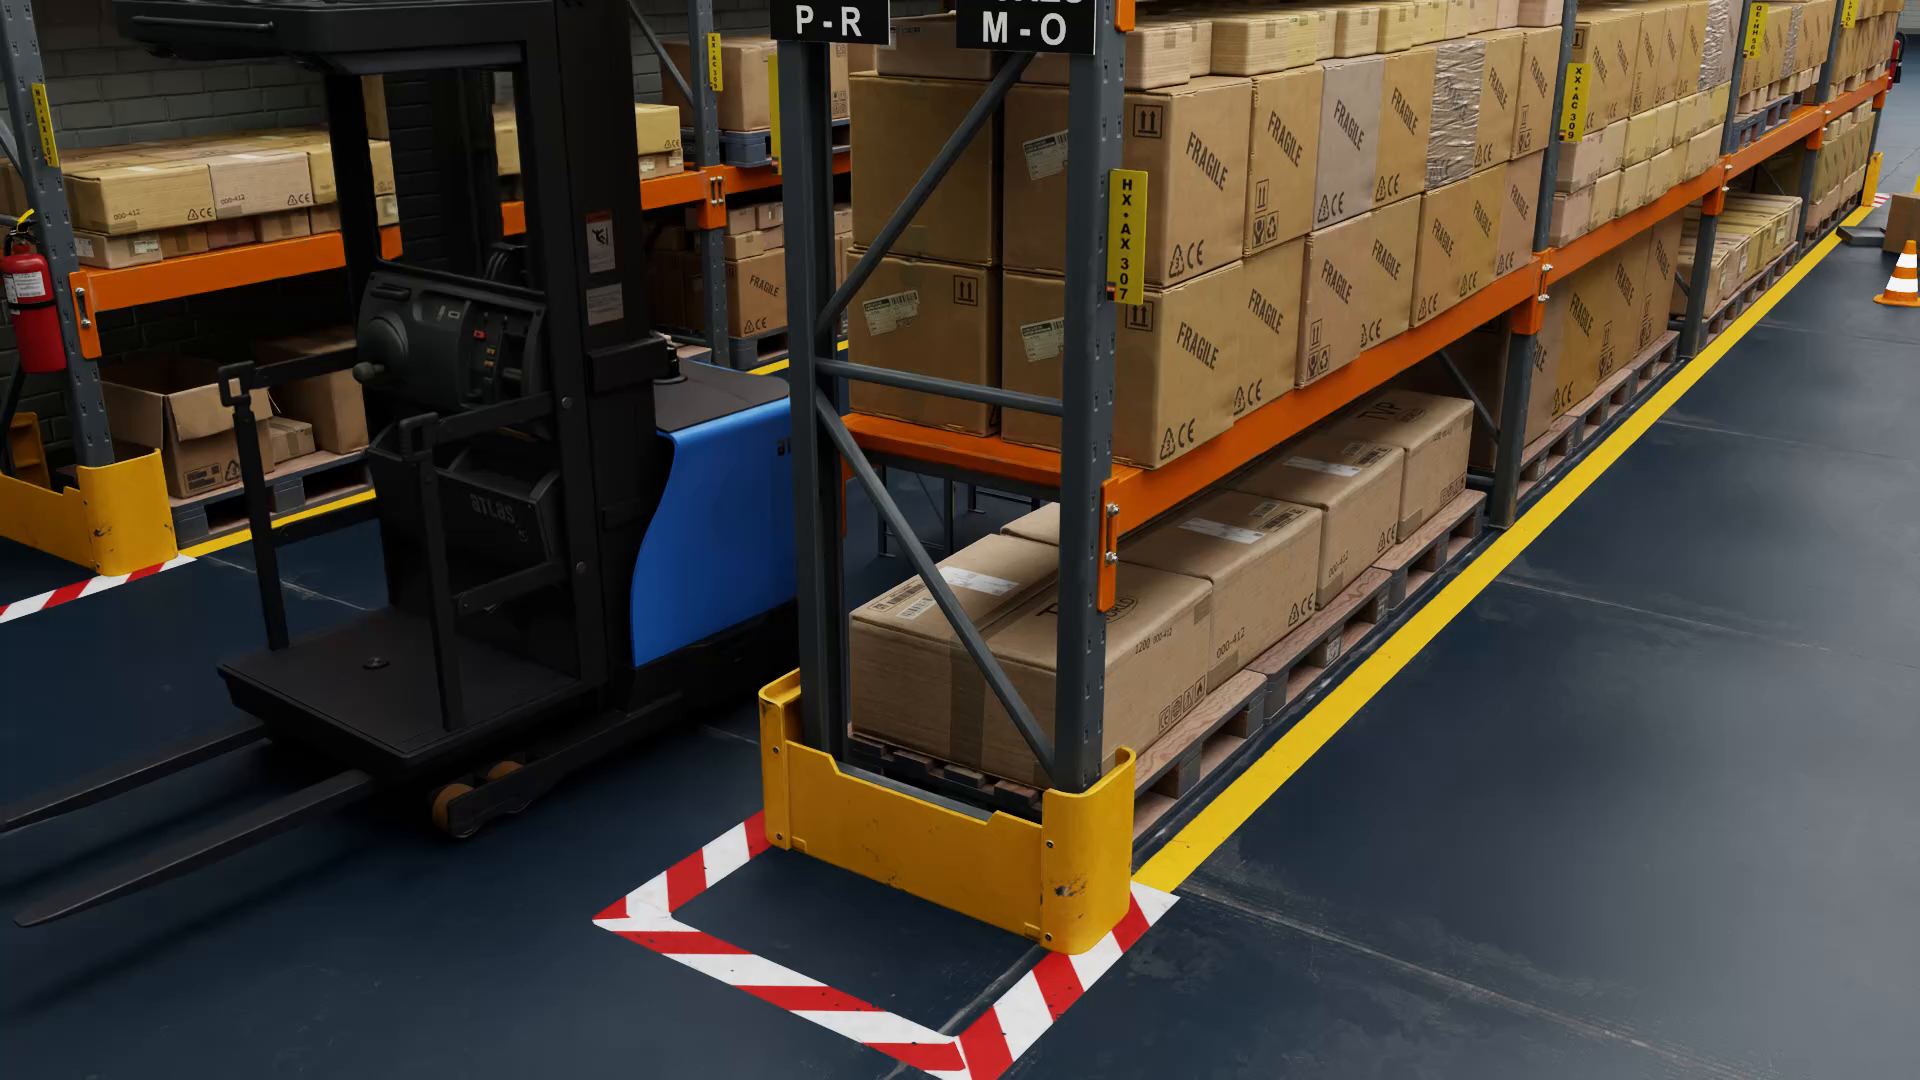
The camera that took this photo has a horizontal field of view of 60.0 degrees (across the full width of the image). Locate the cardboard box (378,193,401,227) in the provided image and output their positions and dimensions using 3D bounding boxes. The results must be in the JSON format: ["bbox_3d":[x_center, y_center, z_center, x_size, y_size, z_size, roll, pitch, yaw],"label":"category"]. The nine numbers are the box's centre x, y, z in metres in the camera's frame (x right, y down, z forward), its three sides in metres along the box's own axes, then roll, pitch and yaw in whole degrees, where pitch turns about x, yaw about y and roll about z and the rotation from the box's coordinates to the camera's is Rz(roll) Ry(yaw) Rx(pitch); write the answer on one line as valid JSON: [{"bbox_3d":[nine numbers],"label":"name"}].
[{"bbox_3d":[-2.976,-1.660,8.292,0.380,0.149,0.250,12,24,30],"label":"cardboard box"}]

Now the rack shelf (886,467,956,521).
[{"bbox_3d":[0.004,-0.400,7.623,0.431,0.370,0.720,13,24,32],"label":"rack shelf"}]

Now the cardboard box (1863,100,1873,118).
[{"bbox_3d":[8.563,-4.165,16.044,0.380,0.149,0.250,14,25,33],"label":"cardboard box"}]

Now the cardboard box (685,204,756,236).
[{"bbox_3d":[-1.533,-2.056,10.634,0.380,0.149,0.250,13,24,31],"label":"cardboard box"}]

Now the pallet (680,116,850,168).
[{"bbox_3d":[-1.365,-2.643,10.863,1.003,0.211,1.213,13,24,32],"label":"pallet"}]

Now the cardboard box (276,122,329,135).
[{"bbox_3d":[-3.247,-2.069,8.822,0.500,0.250,0.500,13,24,32],"label":"cardboard box"}]

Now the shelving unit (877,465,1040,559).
[{"bbox_3d":[0.004,-0.705,7.510,0.431,1.500,0.755,13,24,32],"label":"shelving unit"}]

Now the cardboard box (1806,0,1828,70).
[{"bbox_3d":[6.353,-3.917,12.853,0.500,0.500,0.500,13,24,32],"label":"cardboard box"}]

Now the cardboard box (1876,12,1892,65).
[{"bbox_3d":[8.586,-4.835,15.940,0.500,0.500,0.500,13,24,32],"label":"cardboard box"}]

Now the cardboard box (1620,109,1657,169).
[{"bbox_3d":[3.259,-2.088,8.582,0.500,0.250,0.500,14,24,32],"label":"cardboard box"}]

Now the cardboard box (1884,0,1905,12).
[{"bbox_3d":[8.350,-5.157,15.369,0.700,0.500,0.500,13,24,31],"label":"cardboard box"}]

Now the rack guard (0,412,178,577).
[{"bbox_3d":[-4.110,-0.227,7.658,1.175,0.500,0.348,13,24,32],"label":"rack guard"}]

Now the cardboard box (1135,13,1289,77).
[{"bbox_3d":[0.712,-1.420,4.759,0.380,0.149,0.250,14,25,33],"label":"cardboard box"}]

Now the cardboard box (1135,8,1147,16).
[{"bbox_3d":[0.364,-1.605,5.259,0.380,0.149,0.250,14,24,33],"label":"cardboard box"}]

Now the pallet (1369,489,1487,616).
[{"bbox_3d":[1.711,-0.047,7.589,1.003,0.211,1.213,13,24,32],"label":"pallet"}]

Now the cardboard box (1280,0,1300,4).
[{"bbox_3d":[1.134,-1.962,6.225,0.380,0.149,0.250,13,24,32],"label":"cardboard box"}]

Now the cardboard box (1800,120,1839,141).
[{"bbox_3d":[7.375,-3.558,14.401,0.380,0.149,0.250,14,24,33],"label":"cardboard box"}]

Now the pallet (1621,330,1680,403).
[{"bbox_3d":[3.946,-1.186,10.668,1.003,0.211,1.213,13,24,32],"label":"pallet"}]

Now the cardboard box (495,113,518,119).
[{"bbox_3d":[-2.258,-2.254,9.322,0.500,0.250,0.500,13,24,32],"label":"cardboard box"}]

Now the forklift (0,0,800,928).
[{"bbox_3d":[-1.791,-0.632,5.249,1.130,2.935,3.031,15,25,35],"label":"forklift"}]

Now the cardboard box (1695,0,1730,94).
[{"bbox_3d":[4.096,-2.873,9.624,0.500,0.500,0.500,14,24,33],"label":"cardboard box"}]

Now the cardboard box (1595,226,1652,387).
[{"bbox_3d":[3.490,-1.469,9.870,0.875,0.875,0.875,14,24,32],"label":"cardboard box"}]

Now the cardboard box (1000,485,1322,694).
[{"bbox_3d":[0.750,0.121,6.201,0.875,0.438,0.875,14,25,33],"label":"cardboard box"}]

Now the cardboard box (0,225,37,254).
[{"bbox_3d":[-4.189,-1.407,7.607,0.380,0.149,0.250,13,24,31],"label":"cardboard box"}]

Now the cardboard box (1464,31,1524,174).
[{"bbox_3d":[1.874,-1.741,6.562,0.500,0.500,0.500,13,24,31],"label":"cardboard box"}]

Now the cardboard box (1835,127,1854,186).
[{"bbox_3d":[7.839,-3.533,15.271,0.500,0.500,0.500,15,25,35],"label":"cardboard box"}]

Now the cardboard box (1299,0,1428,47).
[{"bbox_3d":[1.396,-1.800,5.787,0.380,0.149,0.250,13,24,32],"label":"cardboard box"}]

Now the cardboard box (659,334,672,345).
[{"bbox_3d":[-1.975,-1.168,10.102,0.380,0.149,0.250,12,24,30],"label":"cardboard box"}]

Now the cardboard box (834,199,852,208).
[{"bbox_3d":[-0.800,-2.292,11.700,0.380,0.149,0.250,14,25,34],"label":"cardboard box"}]

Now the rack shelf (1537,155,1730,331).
[{"bbox_3d":[3.327,-1.795,9.330,1.077,0.370,4.000,13,24,32],"label":"rack shelf"}]

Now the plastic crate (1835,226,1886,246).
[{"bbox_3d":[8.261,-2.775,15.151,0.402,0.080,0.583,5,21,13],"label":"plastic crate"}]

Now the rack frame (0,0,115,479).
[{"bbox_3d":[-4.153,-1.377,7.165,1.000,3.000,0.127,13,24,32],"label":"rack frame"}]

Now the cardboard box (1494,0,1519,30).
[{"bbox_3d":[2.055,-2.173,6.796,0.380,0.149,0.250,14,24,33],"label":"cardboard box"}]

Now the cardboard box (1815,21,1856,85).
[{"bbox_3d":[7.178,-4.112,13.984,0.500,0.500,0.500,13,24,32],"label":"cardboard box"}]

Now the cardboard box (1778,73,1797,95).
[{"bbox_3d":[6.054,-3.441,12.501,0.380,0.149,0.250,13,24,32],"label":"cardboard box"}]

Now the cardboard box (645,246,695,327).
[{"bbox_3d":[-1.873,-1.748,11.165,0.500,0.500,0.500,13,24,32],"label":"cardboard box"}]

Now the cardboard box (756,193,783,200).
[{"bbox_3d":[-1.244,-2.395,11.980,0.380,0.149,0.250,14,24,33],"label":"cardboard box"}]

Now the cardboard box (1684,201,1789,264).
[{"bbox_3d":[6.006,-2.460,13.274,0.950,0.372,0.625,15,25,35],"label":"cardboard box"}]

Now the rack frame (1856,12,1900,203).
[{"bbox_3d":[8.949,-5.001,16.962,1.000,3.000,0.127,13,24,32],"label":"rack frame"}]

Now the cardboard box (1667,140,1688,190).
[{"bbox_3d":[3.811,-2.149,9.466,0.500,0.250,0.500,13,24,31],"label":"cardboard box"}]

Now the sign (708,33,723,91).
[{"bbox_3d":[-1.451,-2.827,9.837,0.100,0.325,0.005,13,24,32],"label":"sign"}]

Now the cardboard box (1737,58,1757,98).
[{"bbox_3d":[4.896,-3.173,10.841,0.500,0.500,0.500,12,24,30],"label":"cardboard box"}]

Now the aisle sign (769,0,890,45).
[{"bbox_3d":[-0.342,-1.669,4.207,0.394,0.787,0.004,13,24,32],"label":"aisle sign"}]

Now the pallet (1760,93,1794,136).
[{"bbox_3d":[5.530,-3.192,12.347,1.003,0.211,1.213,13,24,32],"label":"pallet"}]

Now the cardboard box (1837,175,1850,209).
[{"bbox_3d":[8.129,-3.326,15.790,0.500,0.250,0.500,12,24,30],"label":"cardboard box"}]

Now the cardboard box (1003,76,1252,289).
[{"bbox_3d":[0.460,-1.008,4.582,0.500,0.500,0.500,13,24,31],"label":"cardboard box"}]

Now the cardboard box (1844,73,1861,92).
[{"bbox_3d":[7.869,-4.129,14.965,0.380,0.149,0.250,13,24,32],"label":"cardboard box"}]

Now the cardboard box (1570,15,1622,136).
[{"bbox_3d":[2.688,-2.144,7.652,0.500,0.500,0.500,14,24,32],"label":"cardboard box"}]

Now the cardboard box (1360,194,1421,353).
[{"bbox_3d":[1.292,-0.979,5.944,0.500,0.500,0.500,14,25,34],"label":"cardboard box"}]

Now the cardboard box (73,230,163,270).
[{"bbox_3d":[-3.741,-1.300,7.319,0.380,0.149,0.250,13,24,31],"label":"cardboard box"}]
